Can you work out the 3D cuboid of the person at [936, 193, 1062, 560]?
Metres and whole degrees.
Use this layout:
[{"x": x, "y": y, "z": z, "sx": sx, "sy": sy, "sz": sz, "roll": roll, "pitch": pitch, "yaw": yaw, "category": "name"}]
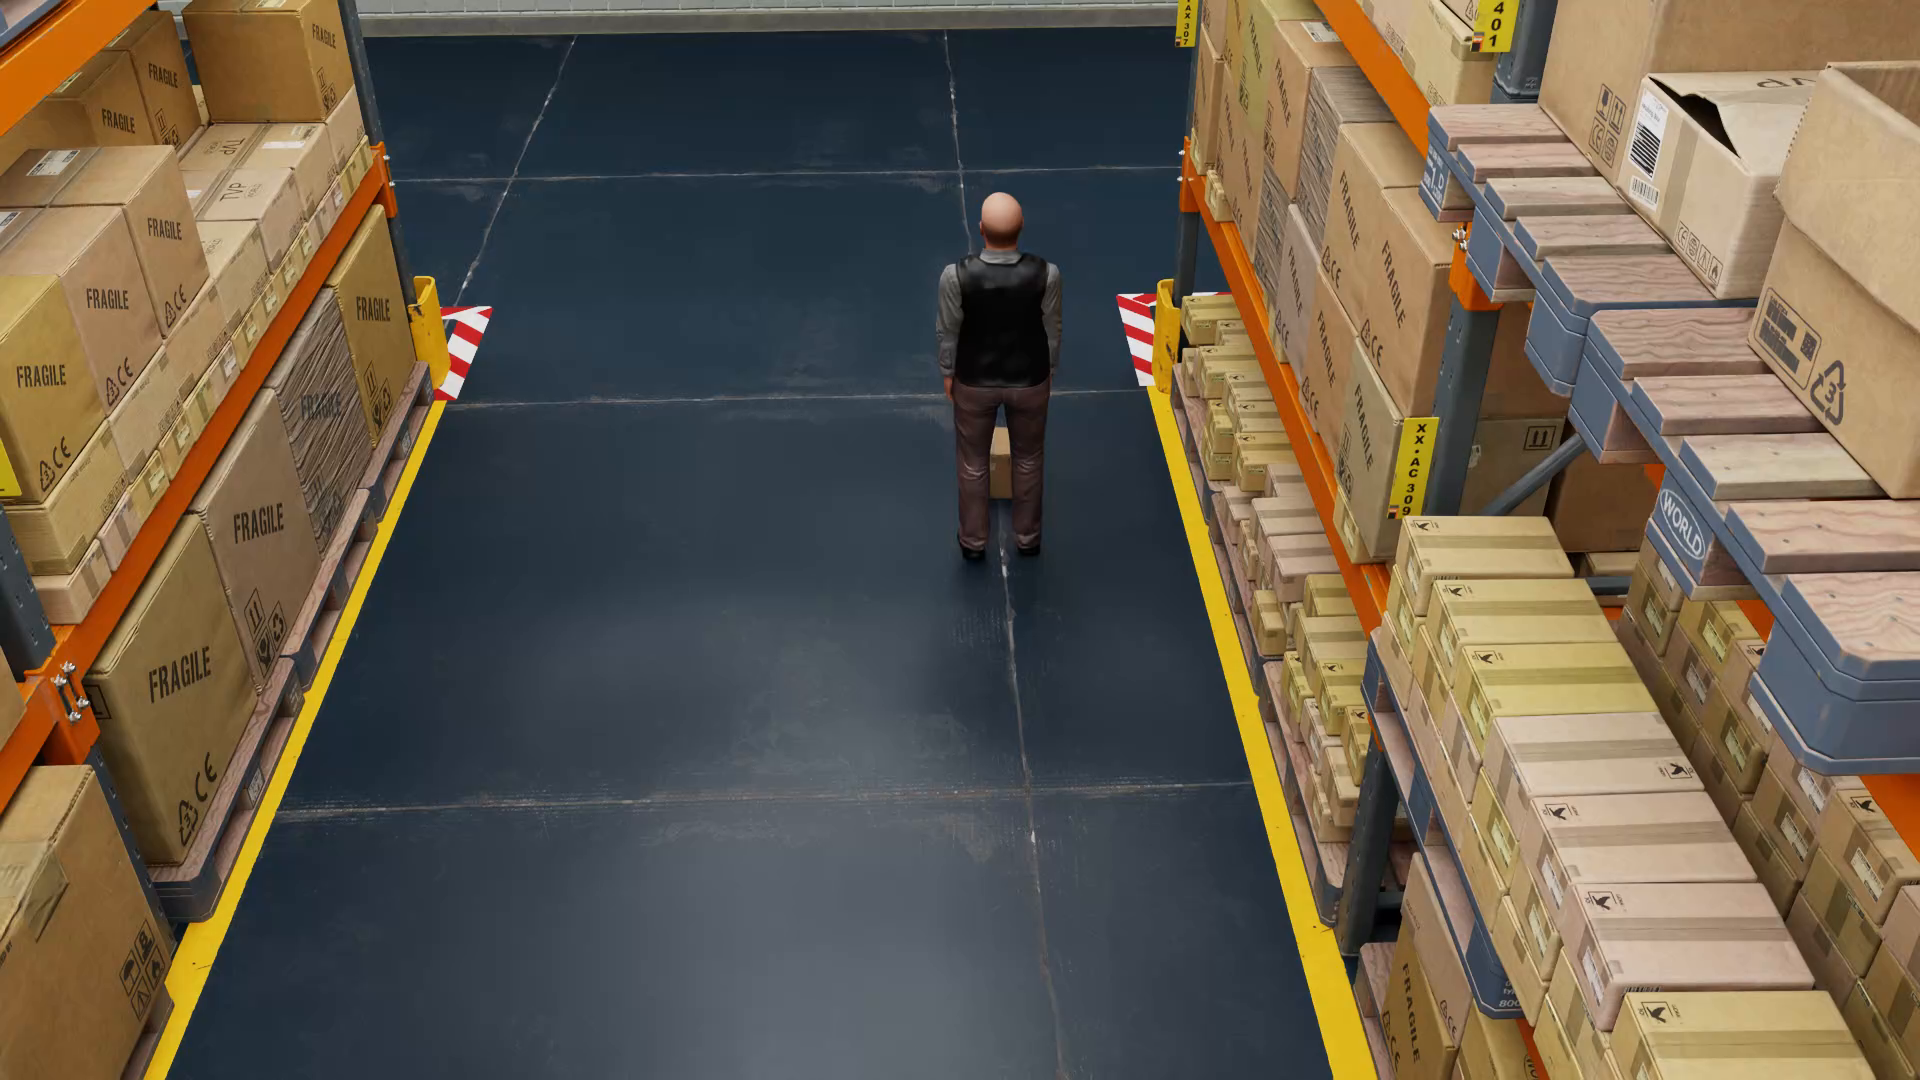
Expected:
[{"x": 0.162, "y": -0.685, "z": 7.168, "sx": 0.531, "sy": 1.736, "sz": 0.359, "roll": -1, "pitch": 35, "yaw": -1, "category": "person"}]
